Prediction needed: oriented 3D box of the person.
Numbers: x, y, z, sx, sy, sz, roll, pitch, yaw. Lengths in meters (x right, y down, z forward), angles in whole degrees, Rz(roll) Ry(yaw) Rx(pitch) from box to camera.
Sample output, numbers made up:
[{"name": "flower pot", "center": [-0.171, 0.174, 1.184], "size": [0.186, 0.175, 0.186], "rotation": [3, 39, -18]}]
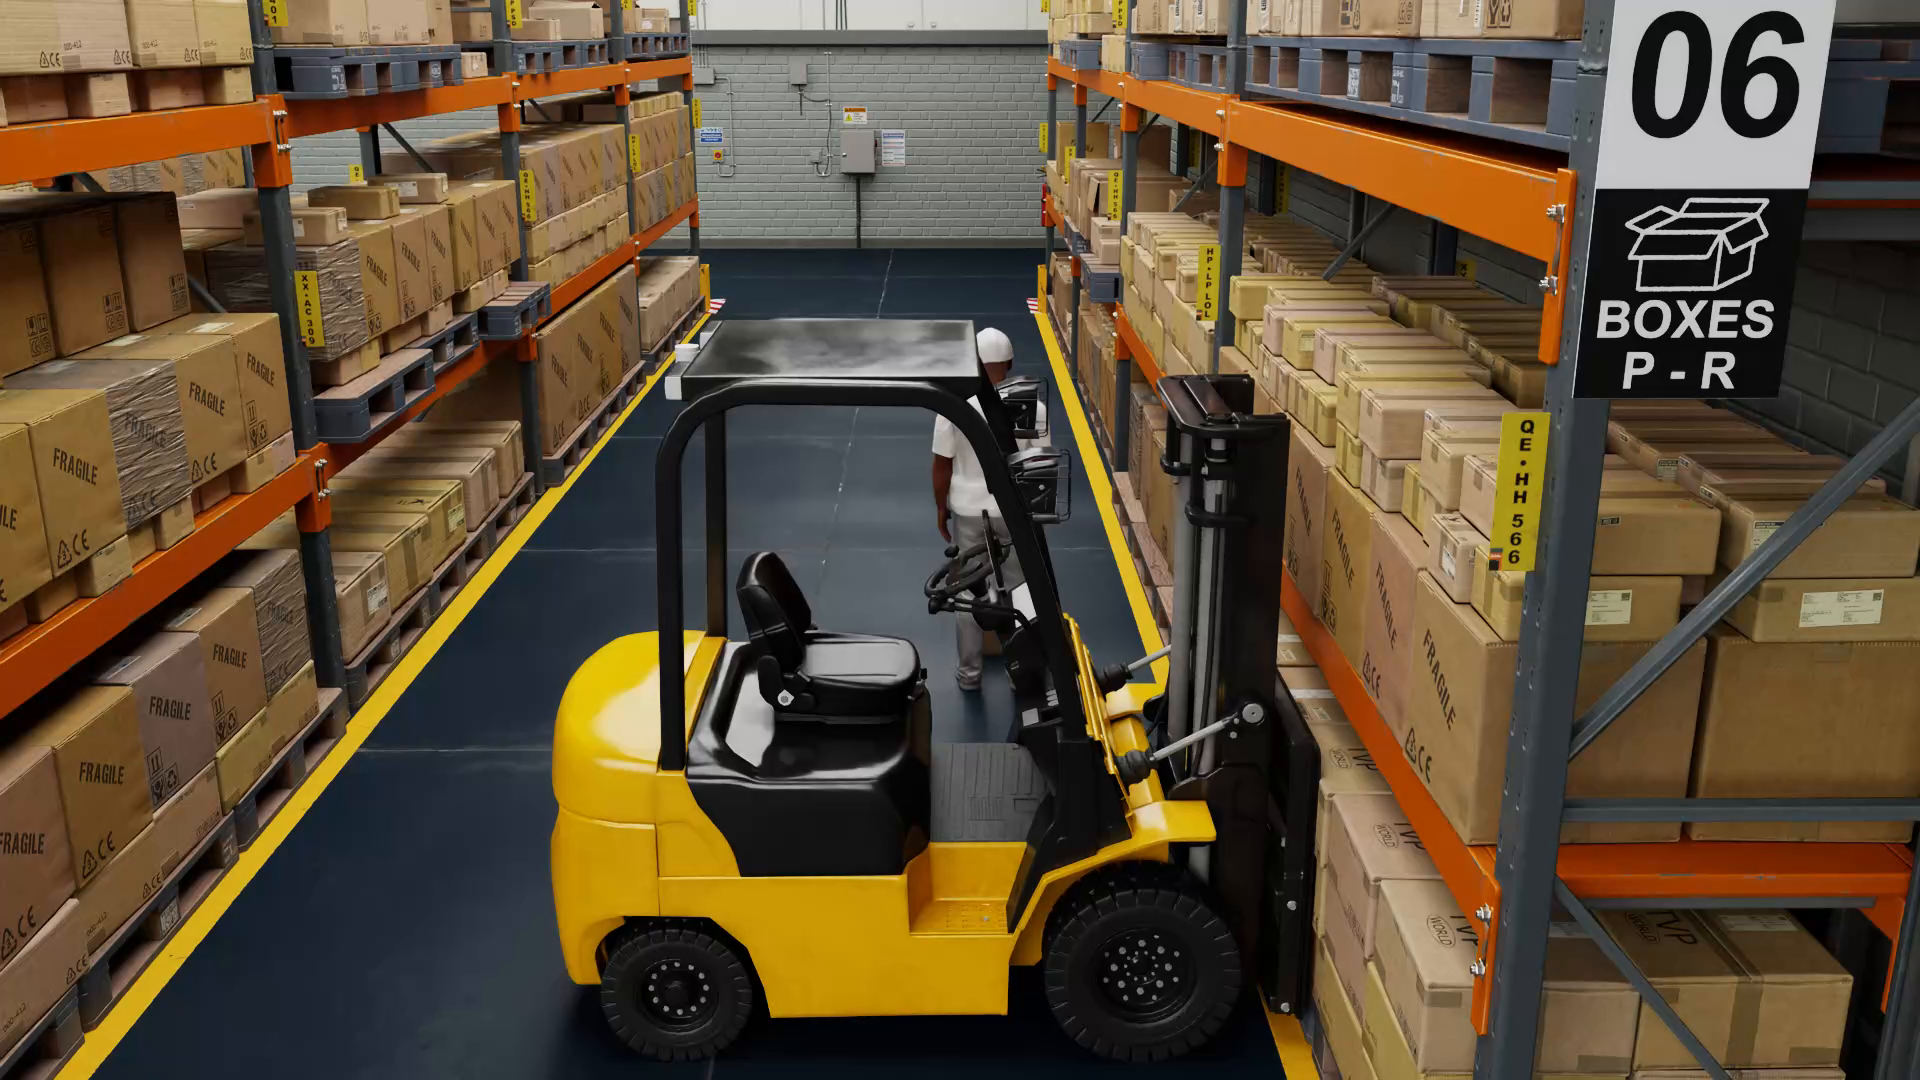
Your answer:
[{"name": "person", "center": [0.149, -0.138, 7.960], "size": [0.562, 1.760, 0.352], "rotation": [1, 17, 2]}]
